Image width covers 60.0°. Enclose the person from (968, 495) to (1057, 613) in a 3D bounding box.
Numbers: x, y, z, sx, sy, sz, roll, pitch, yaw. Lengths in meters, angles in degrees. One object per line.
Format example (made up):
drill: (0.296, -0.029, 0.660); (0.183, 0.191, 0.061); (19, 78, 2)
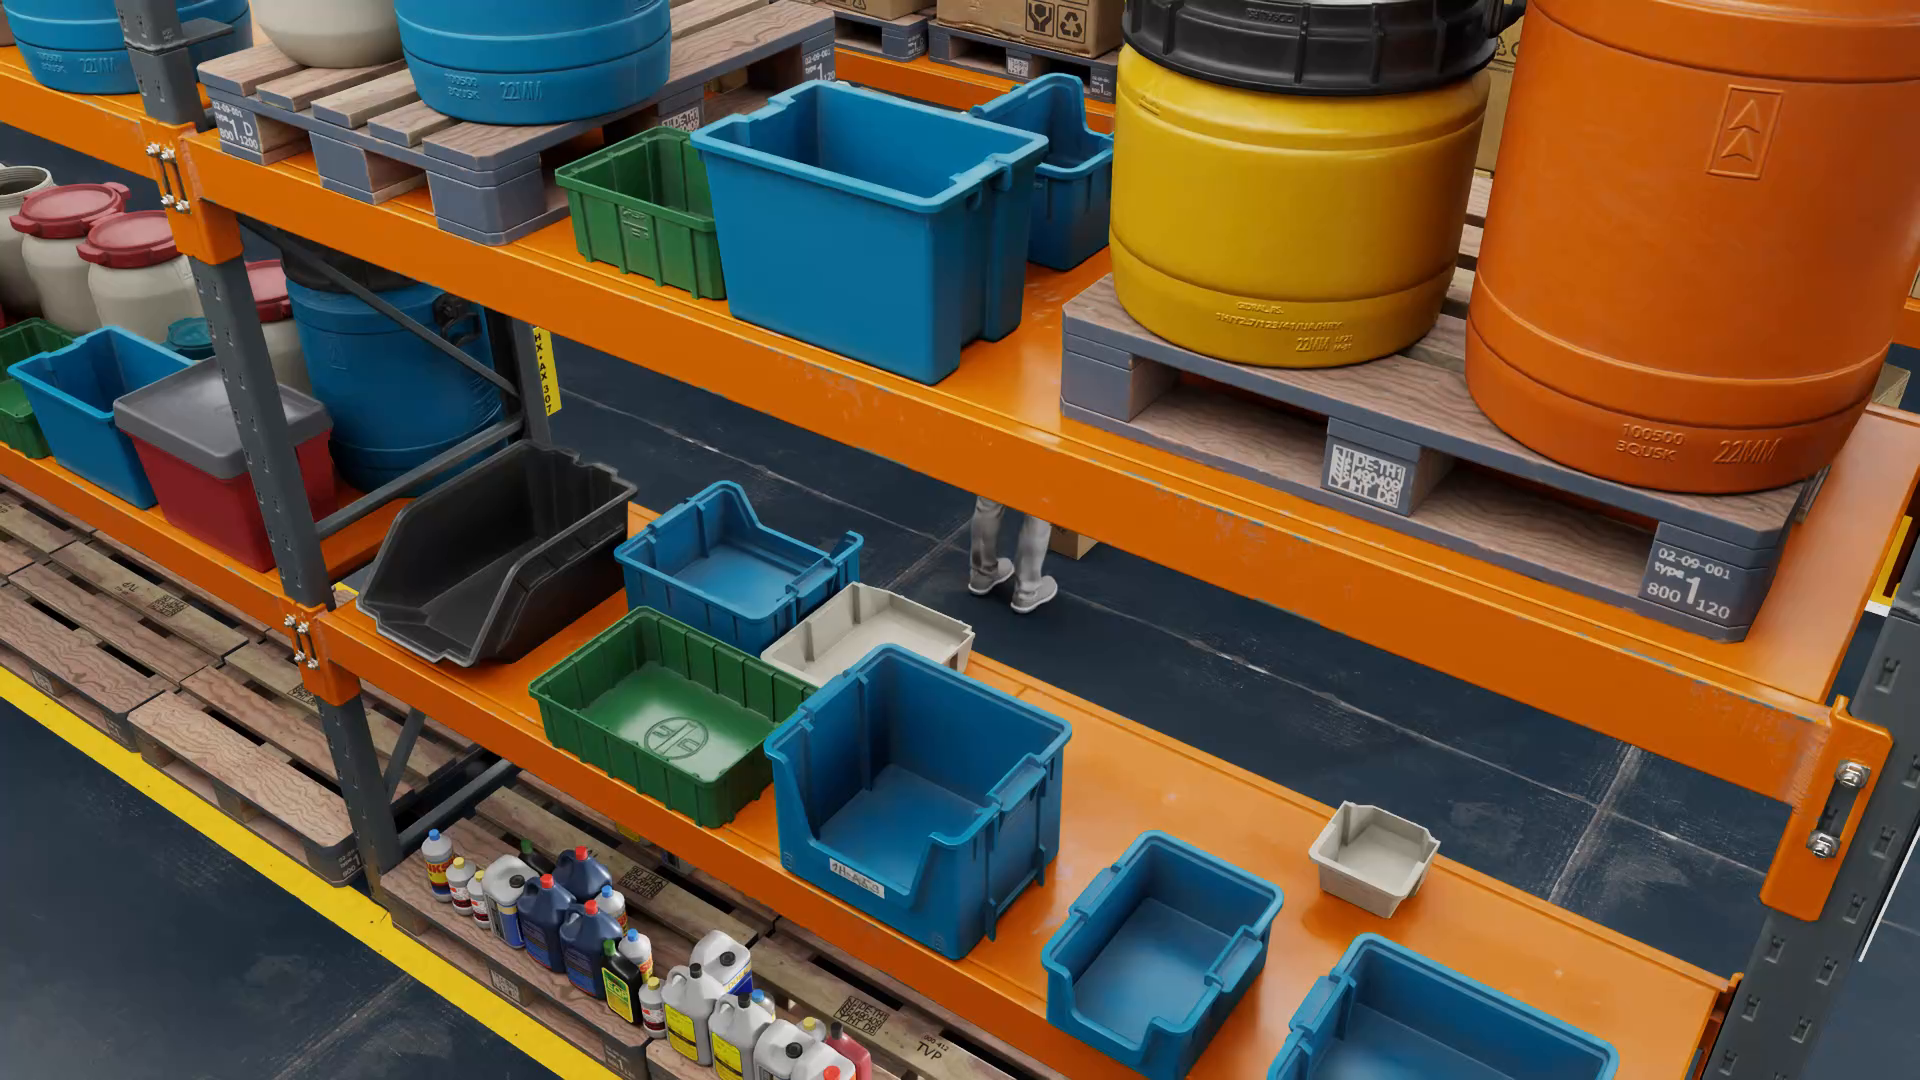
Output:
person: (0.207, -0.466, 6.837); (0.485, 1.651, 0.381); (23, 41, 29)
